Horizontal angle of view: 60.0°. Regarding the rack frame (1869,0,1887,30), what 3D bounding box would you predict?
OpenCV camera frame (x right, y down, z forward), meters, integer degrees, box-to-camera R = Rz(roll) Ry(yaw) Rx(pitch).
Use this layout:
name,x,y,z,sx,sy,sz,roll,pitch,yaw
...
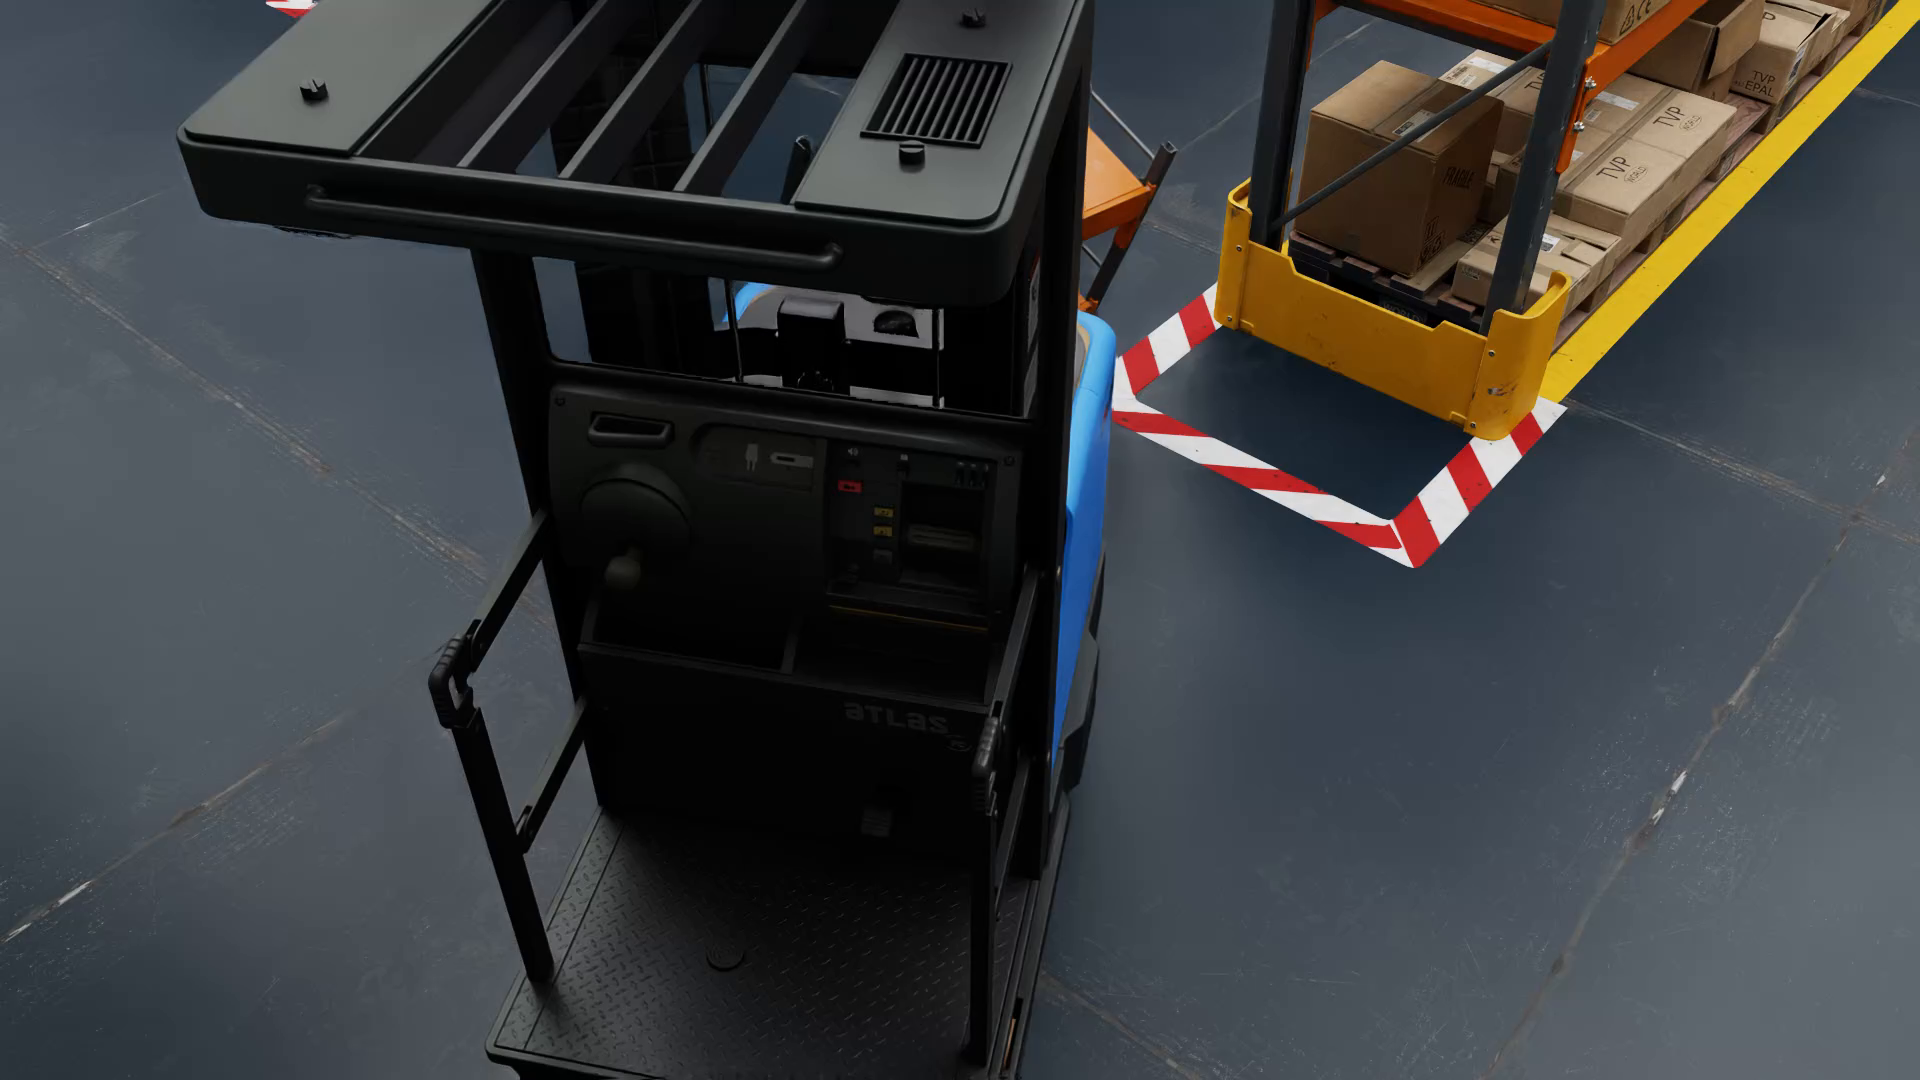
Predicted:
name,x,y,z,sx,sy,sz,roll,pitch,yaw
rack frame,3.996,-3.788,7.187,1.000,3.000,0.127,29,50,28

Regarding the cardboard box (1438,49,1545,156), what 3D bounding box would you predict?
name,x,y,z,sx,sy,sz,roll,pitch,yaw
cardboard box,2.217,-1.737,6.647,0.500,0.250,0.500,29,50,28

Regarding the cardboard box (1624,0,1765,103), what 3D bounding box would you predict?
name,x,y,z,sx,sy,sz,roll,pitch,yaw
cardboard box,2.791,-2.058,6.812,0.797,0.503,0.637,29,50,28

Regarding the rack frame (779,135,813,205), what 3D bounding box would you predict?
name,x,y,z,sx,sy,sz,roll,pitch,yaw
rack frame,-0.432,-0.614,4.910,0.032,1.125,0.500,-28,70,-31

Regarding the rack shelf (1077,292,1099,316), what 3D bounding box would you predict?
name,x,y,z,sx,sy,sz,roll,pitch,yaw
rack shelf,-0.111,-0.692,5.368,1.000,0.278,0.538,-28,70,-31

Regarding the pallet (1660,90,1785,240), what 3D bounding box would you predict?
name,x,y,z,sx,sy,sz,roll,pitch,yaw
pallet,2.768,-1.772,7.042,1.003,0.211,1.213,29,50,28

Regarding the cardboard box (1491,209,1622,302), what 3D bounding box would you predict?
name,x,y,z,sx,sy,sz,roll,pitch,yaw
cardboard box,2.115,-1.039,5.942,0.380,0.166,0.250,29,50,28

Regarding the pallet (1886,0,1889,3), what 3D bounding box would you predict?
name,x,y,z,sx,sy,sz,roll,pitch,yaw
pallet,4.491,-3.192,8.603,1.003,0.211,1.213,29,50,28

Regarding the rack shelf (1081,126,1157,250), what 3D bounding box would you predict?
name,x,y,z,sx,sy,sz,roll,pitch,yaw
rack shelf,0.028,-0.978,4.934,1.000,0.278,0.538,-28,70,-31

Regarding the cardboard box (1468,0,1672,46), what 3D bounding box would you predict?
name,x,y,z,sx,sy,sz,roll,pitch,yaw
cardboard box,1.909,-1.880,5.013,0.500,0.500,0.500,31,50,29

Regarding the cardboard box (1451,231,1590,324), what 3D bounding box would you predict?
name,x,y,z,sx,sy,sz,roll,pitch,yaw
cardboard box,1.954,-0.903,5.806,0.380,0.149,0.250,29,50,28

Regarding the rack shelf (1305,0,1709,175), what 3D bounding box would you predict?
name,x,y,z,sx,sy,sz,roll,pitch,yaw
rack shelf,2.709,-2.492,6.296,1.077,0.370,4.000,29,50,28

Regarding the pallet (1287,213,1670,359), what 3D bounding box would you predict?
name,x,y,z,sx,sy,sz,roll,pitch,yaw
pallet,1.983,-1.147,6.355,1.003,0.211,1.213,29,50,28

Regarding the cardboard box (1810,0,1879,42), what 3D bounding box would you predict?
name,x,y,z,sx,sy,sz,roll,pitch,yaw
cardboard box,3.846,-2.610,7.422,0.500,0.500,0.500,29,50,28

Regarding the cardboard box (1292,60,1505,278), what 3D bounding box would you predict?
name,x,y,z,sx,sy,sz,roll,pitch,yaw
cardboard box,1.583,-1.353,6.039,0.500,0.500,0.500,29,50,28

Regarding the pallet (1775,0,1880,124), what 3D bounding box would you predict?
name,x,y,z,sx,sy,sz,roll,pitch,yaw
pallet,3.553,-2.403,7.736,1.003,0.211,1.213,29,50,28

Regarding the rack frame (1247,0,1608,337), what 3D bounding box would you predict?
name,x,y,z,sx,sy,sz,roll,pitch,yaw
rack frame,1.422,-1.729,4.921,1.000,3.000,0.127,29,50,28

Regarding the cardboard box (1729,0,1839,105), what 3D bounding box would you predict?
name,x,y,z,sx,sy,sz,roll,pitch,yaw
cardboard box,3.364,-2.154,7.061,0.500,0.311,0.500,29,50,28

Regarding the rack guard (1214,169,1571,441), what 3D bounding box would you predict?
name,x,y,z,sx,sy,sz,roll,pitch,yaw
rack guard,1.471,-0.843,5.805,1.175,0.500,0.348,29,50,28

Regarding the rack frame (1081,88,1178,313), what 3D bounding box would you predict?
name,x,y,z,sx,sy,sz,roll,pitch,yaw
rack frame,0.336,-1.031,5.431,0.032,1.125,0.500,-28,70,-31

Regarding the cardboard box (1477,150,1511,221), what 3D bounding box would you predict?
name,x,y,z,sx,sy,sz,roll,pitch,yaw
cardboard box,1.913,-1.399,6.338,0.380,0.166,0.250,29,50,28

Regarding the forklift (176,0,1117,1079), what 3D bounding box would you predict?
name,x,y,z,sx,sy,sz,roll,pitch,yaw
forklift,-0.387,0.027,3.042,1.130,2.935,3.031,8,43,9

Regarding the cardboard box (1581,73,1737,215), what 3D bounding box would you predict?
name,x,y,z,sx,sy,sz,roll,pitch,yaw
cardboard box,2.632,-1.546,6.437,0.500,0.250,0.500,29,50,28

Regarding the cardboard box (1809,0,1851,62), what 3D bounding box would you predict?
name,x,y,z,sx,sy,sz,roll,pitch,yaw
cardboard box,3.651,-2.261,7.299,0.380,0.149,0.250,29,50,28

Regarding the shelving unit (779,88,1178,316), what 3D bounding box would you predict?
name,x,y,z,sx,sy,sz,roll,pitch,yaw
shelving unit,-0.048,-0.822,5.170,1.048,1.125,0.538,-28,70,-31

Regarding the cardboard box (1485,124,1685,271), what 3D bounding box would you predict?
name,x,y,z,sx,sy,sz,roll,pitch,yaw
cardboard box,2.311,-1.289,6.154,0.500,0.250,0.500,29,50,28
